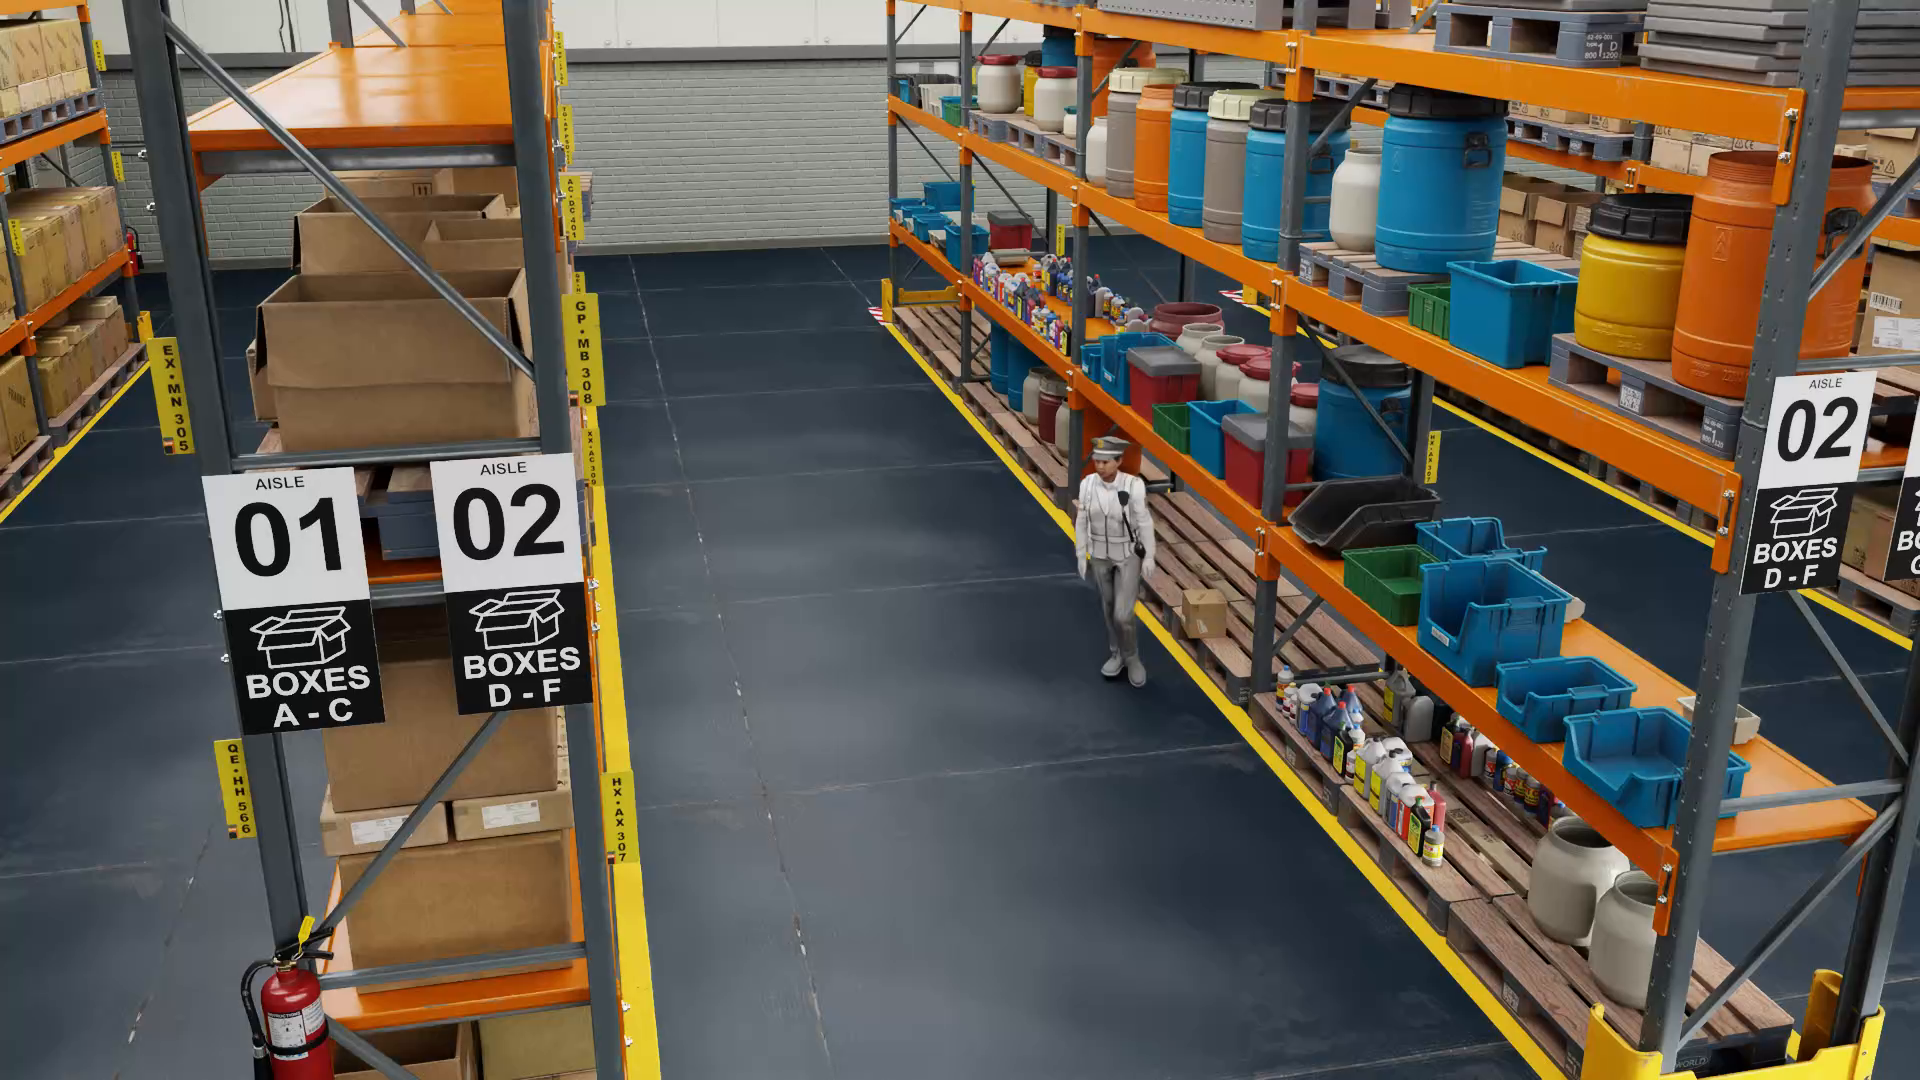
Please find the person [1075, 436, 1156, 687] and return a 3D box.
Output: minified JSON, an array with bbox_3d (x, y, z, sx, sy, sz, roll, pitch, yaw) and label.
[{"bbox_3d":[0.988,0.116,10.682,0.525,1.673,0.484,10,22,25],"label":"person"}]
